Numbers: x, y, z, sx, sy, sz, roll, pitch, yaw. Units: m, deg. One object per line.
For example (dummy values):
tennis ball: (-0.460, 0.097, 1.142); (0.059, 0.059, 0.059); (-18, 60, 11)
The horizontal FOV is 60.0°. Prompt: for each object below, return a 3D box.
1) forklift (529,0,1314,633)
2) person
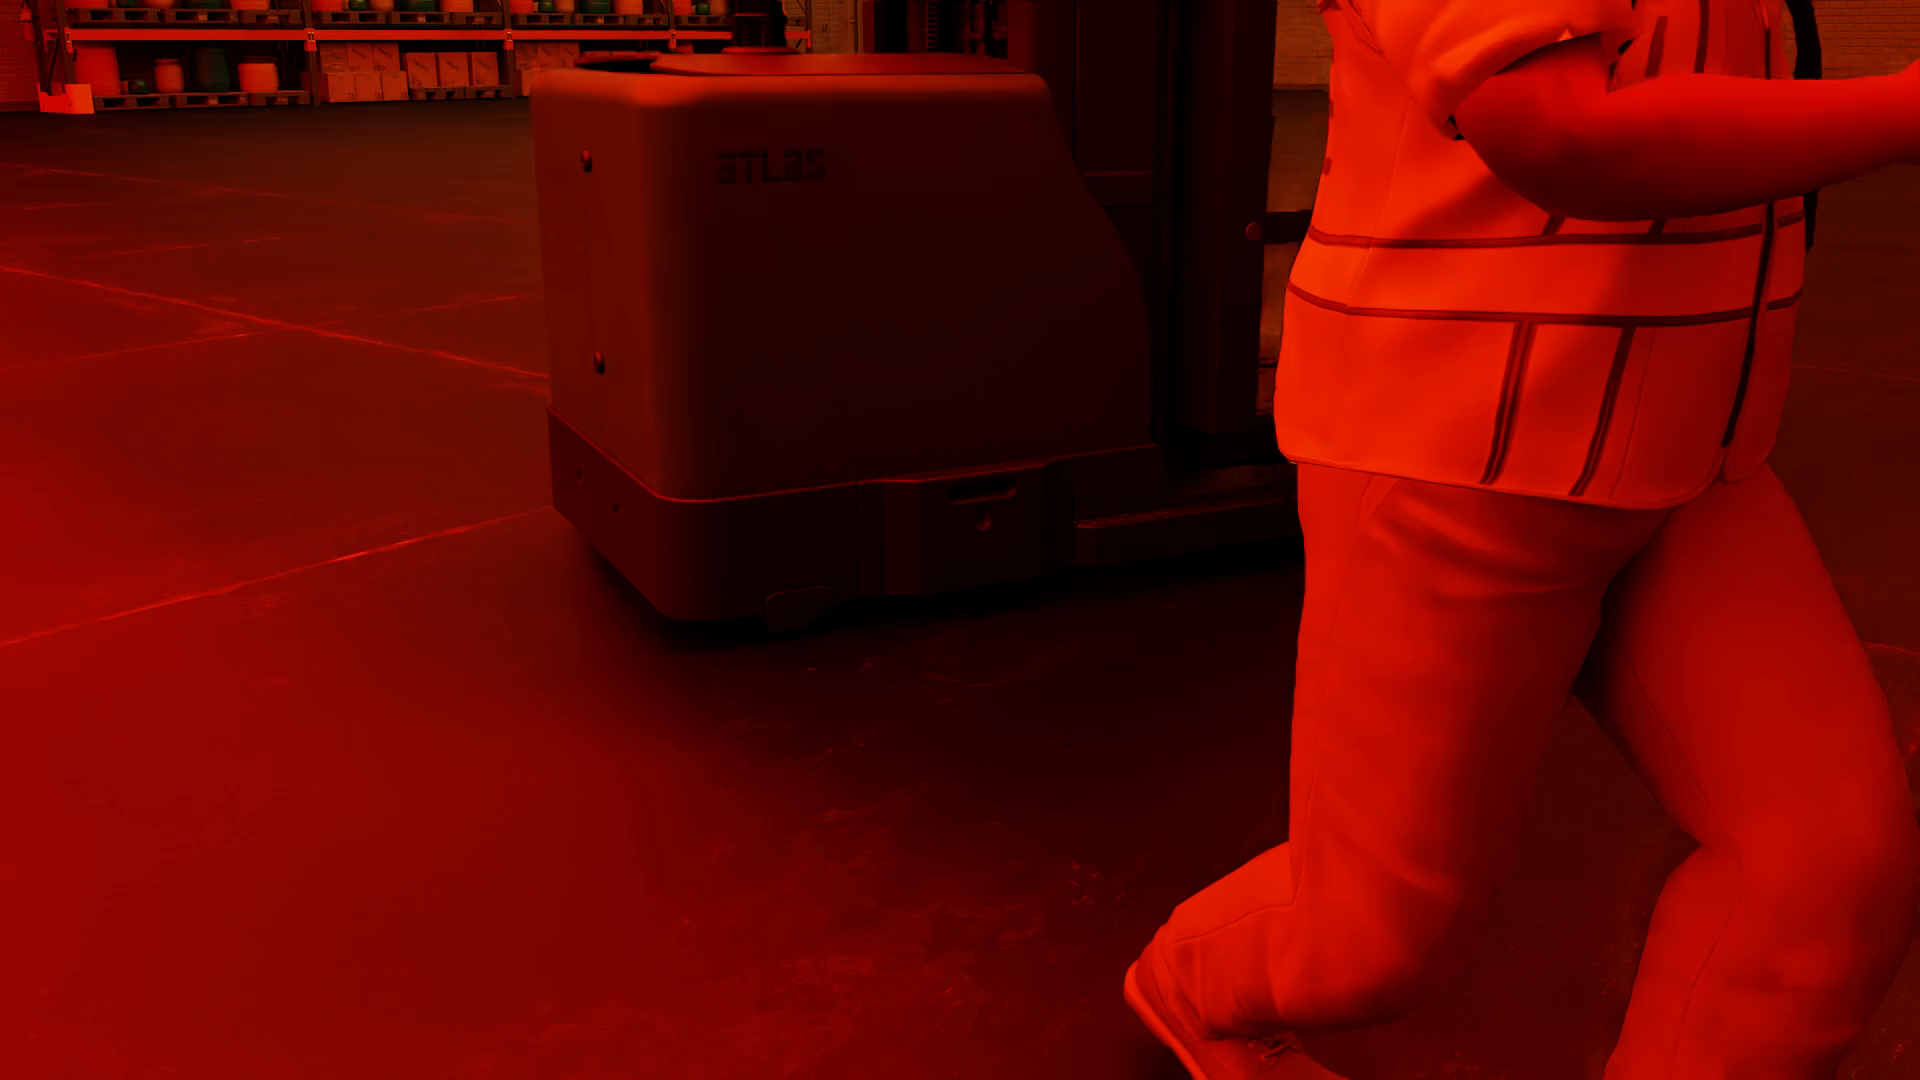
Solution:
forklift: (0.580, -1.499, 3.835); (3.031, 2.935, 1.130); (-8, 19, -25)
person: (0.486, -0.090, 1.449); (0.567, 1.673, 0.925); (-12, 20, -34)
